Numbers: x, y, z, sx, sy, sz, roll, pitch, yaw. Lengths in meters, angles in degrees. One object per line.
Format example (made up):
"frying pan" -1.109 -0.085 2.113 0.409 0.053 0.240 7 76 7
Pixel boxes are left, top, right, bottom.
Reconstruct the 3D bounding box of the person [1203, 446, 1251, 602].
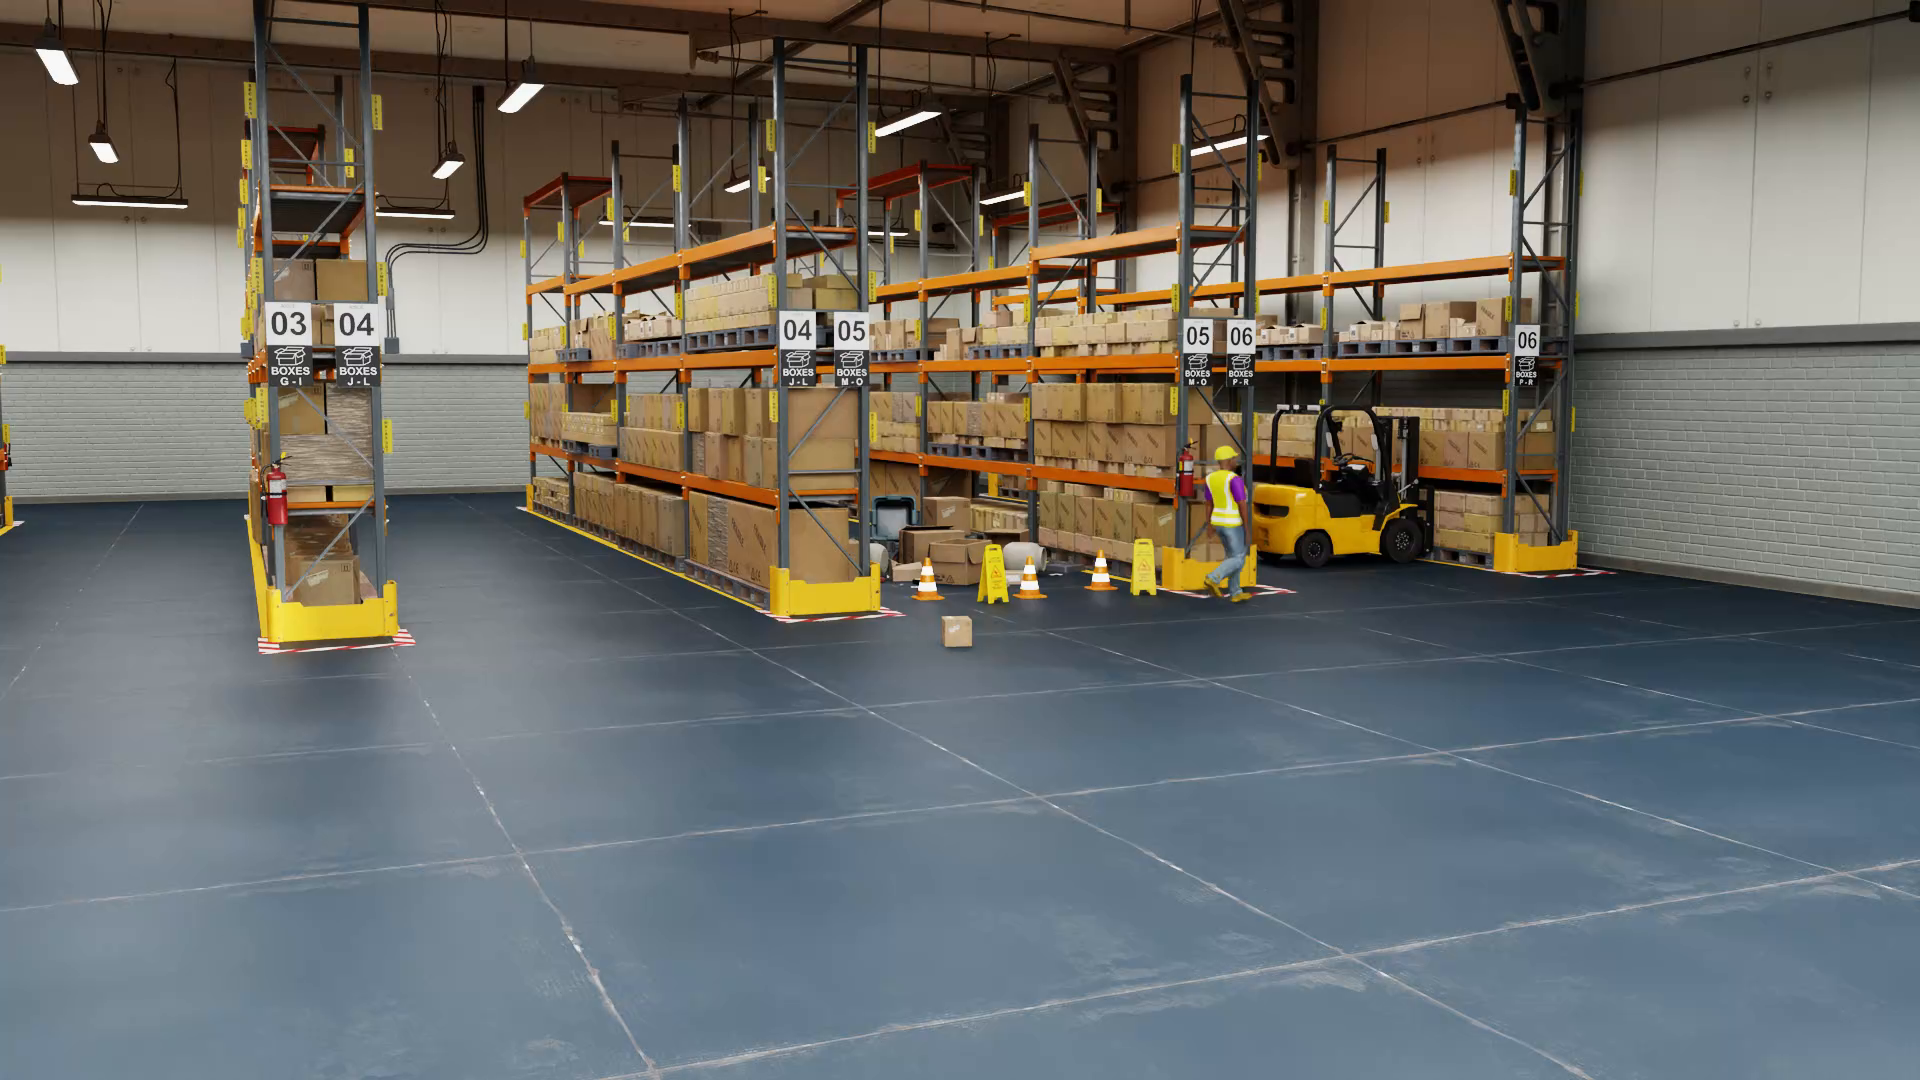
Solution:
"person" 2.961 -0.167 18.369 0.818 1.744 0.566 -3 6 -32
